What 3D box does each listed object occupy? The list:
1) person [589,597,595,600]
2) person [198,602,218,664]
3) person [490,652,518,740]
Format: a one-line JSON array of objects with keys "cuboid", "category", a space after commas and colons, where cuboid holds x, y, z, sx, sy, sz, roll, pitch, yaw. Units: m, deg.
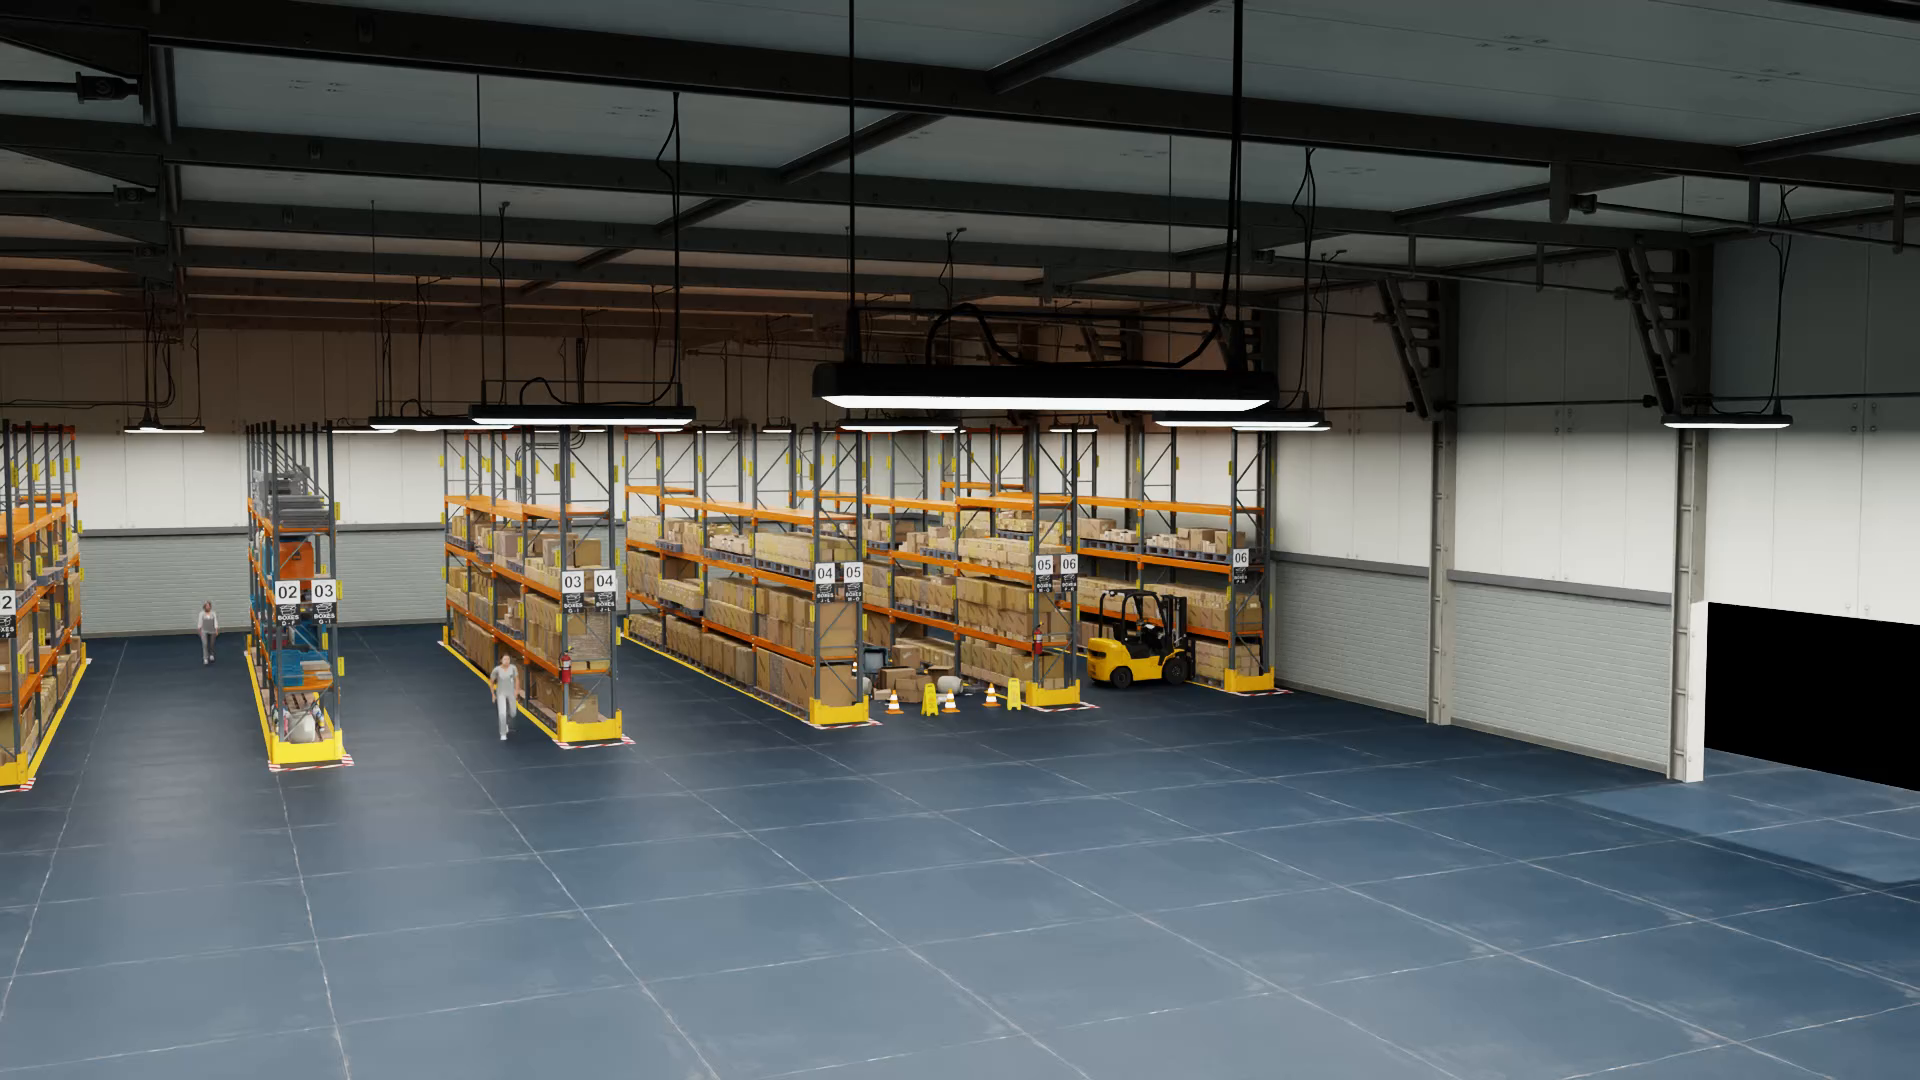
[{"cuboid": [-10.472, 1.839, 48.158, 0.521, 1.726, 1.095, 2, 4, 27], "category": "person"}, {"cuboid": [-18.903, 2.330, 41.789, 0.453, 1.511, 0.969, -2, 4, -25], "category": "person"}, {"cuboid": [-8.664, 2.934, 31.563, 0.523, 1.654, 0.640, -2, 4, -30], "category": "person"}]
